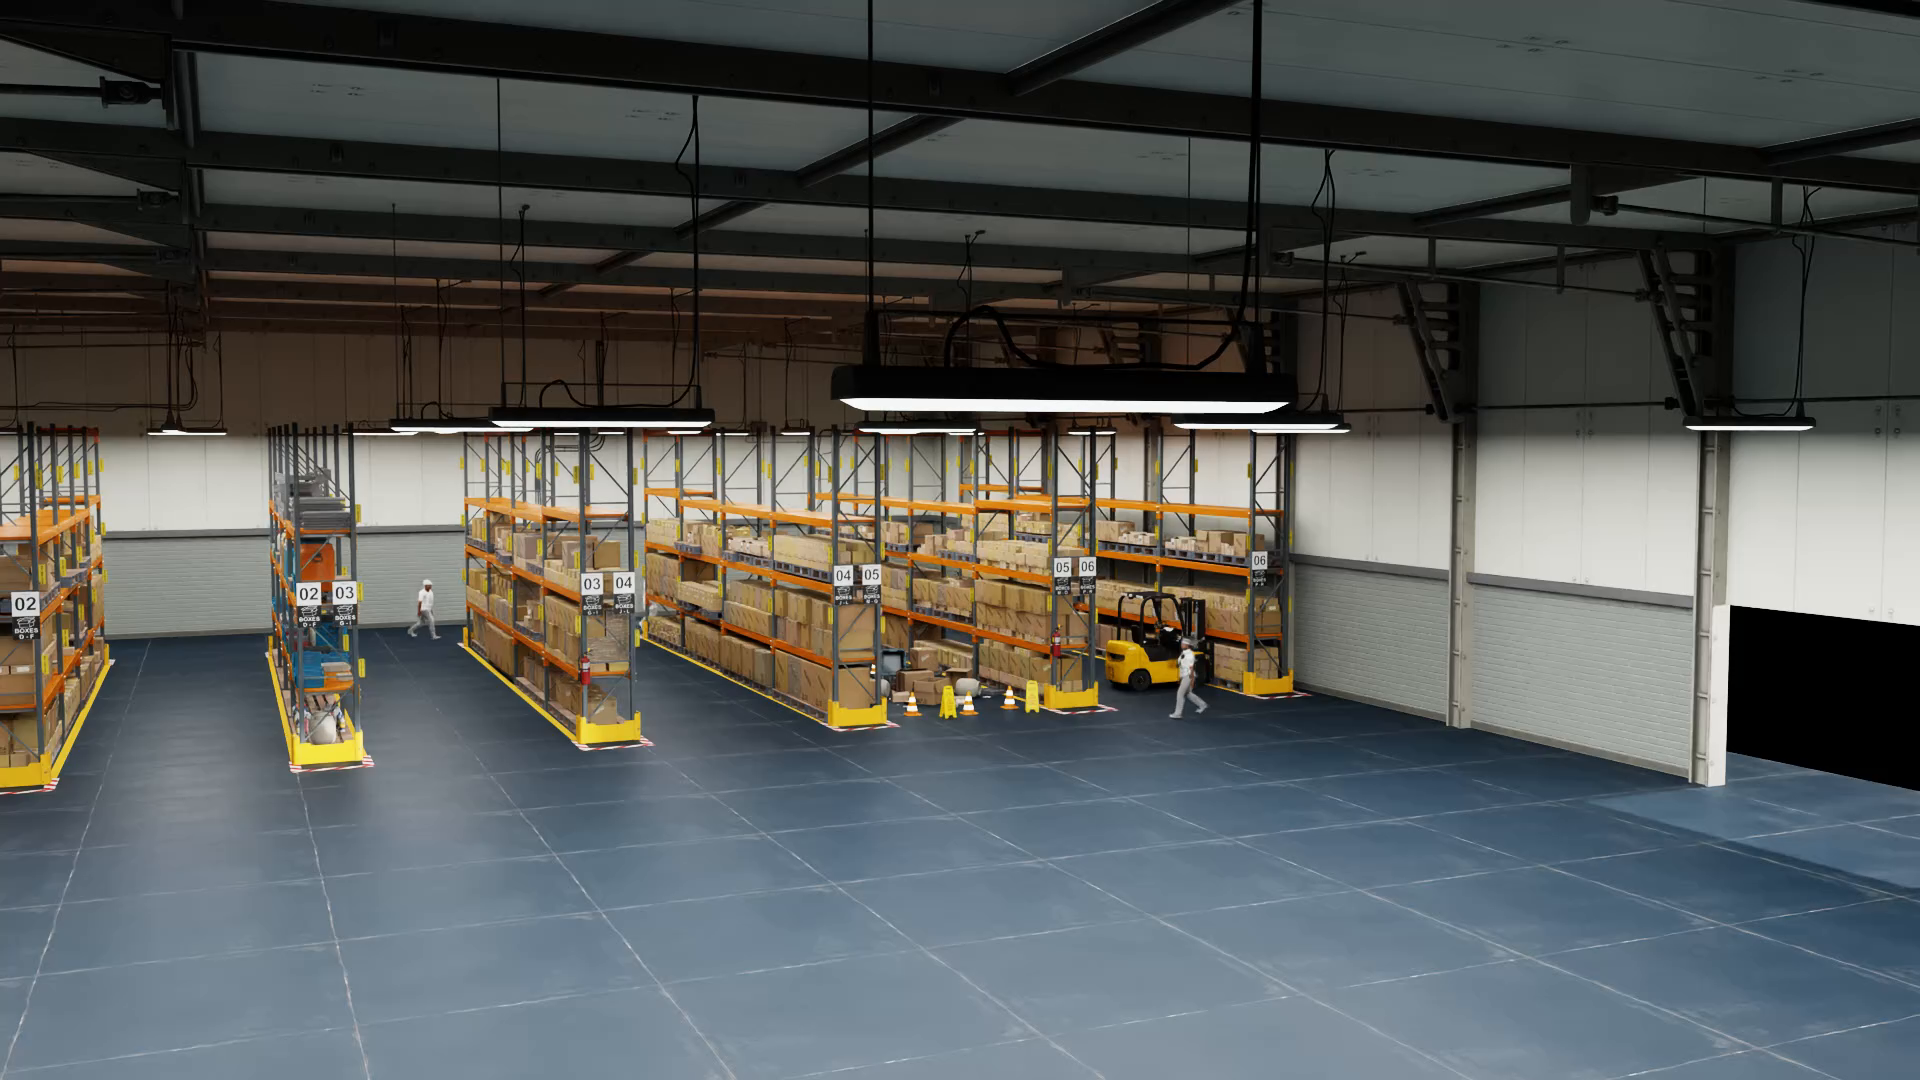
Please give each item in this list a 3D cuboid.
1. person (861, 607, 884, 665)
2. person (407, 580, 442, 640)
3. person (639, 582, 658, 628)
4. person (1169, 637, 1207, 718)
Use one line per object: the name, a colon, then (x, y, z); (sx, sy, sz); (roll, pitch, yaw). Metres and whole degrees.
person: (-2.192, 2.285, 41.920); (0.590, 1.794, 0.466); (-2, 4, -29)
person: (-15.228, 1.982, 47.297); (1.085, 1.716, 0.561); (0, 3, 3)
person: (-9.215, 1.821, 49.024); (0.567, 1.777, 0.599); (-2, 4, -24)
person: (4.692, 2.804, 34.068); (0.965, 1.647, 0.447); (-1, 4, -19)
